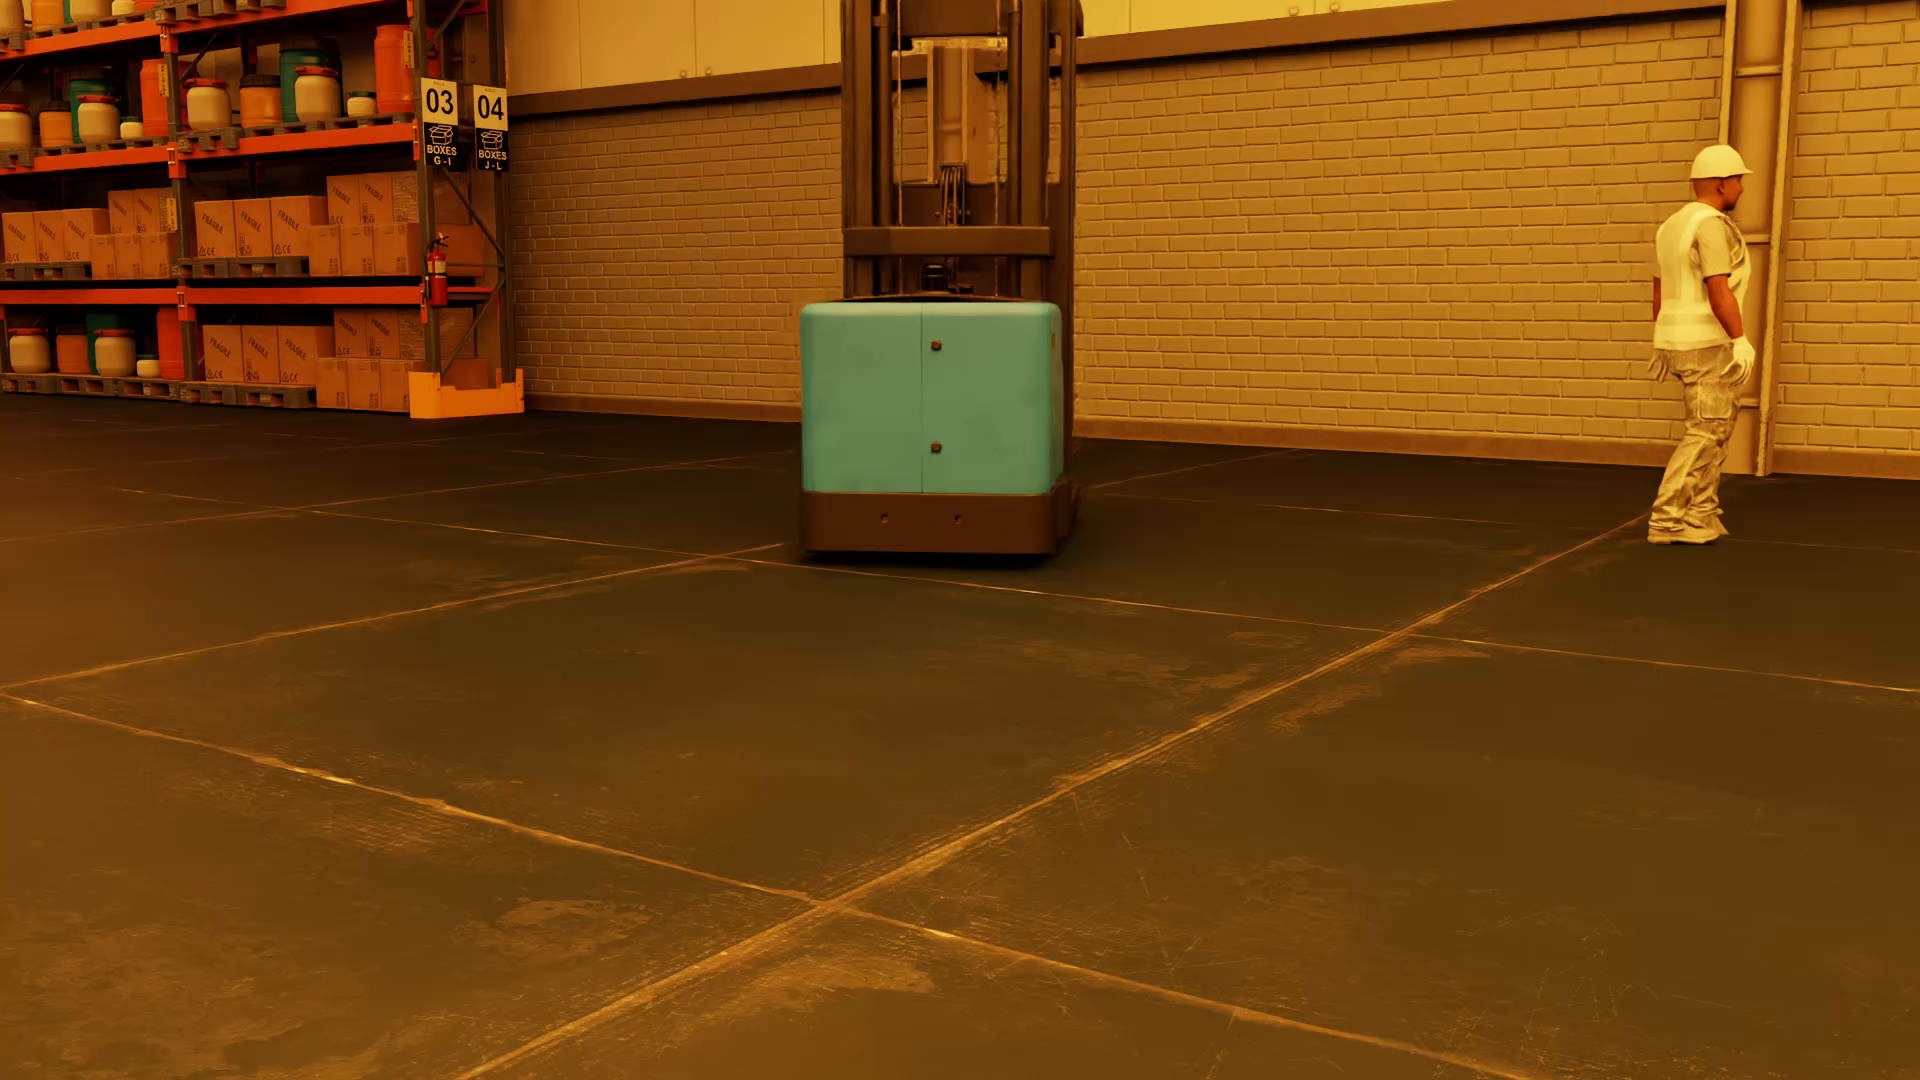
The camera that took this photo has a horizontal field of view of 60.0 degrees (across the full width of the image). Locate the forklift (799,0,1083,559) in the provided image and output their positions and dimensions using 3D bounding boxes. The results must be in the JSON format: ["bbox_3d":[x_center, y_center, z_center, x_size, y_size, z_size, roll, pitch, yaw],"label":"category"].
[{"bbox_3d":[0.021,-1.541,8.028,1.130,2.935,3.031,1,8,7],"label":"forklift"}]

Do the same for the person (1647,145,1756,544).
[{"bbox_3d":[3.376,-0.840,7.467,0.530,1.824,0.654,0,8,2],"label":"person"}]
